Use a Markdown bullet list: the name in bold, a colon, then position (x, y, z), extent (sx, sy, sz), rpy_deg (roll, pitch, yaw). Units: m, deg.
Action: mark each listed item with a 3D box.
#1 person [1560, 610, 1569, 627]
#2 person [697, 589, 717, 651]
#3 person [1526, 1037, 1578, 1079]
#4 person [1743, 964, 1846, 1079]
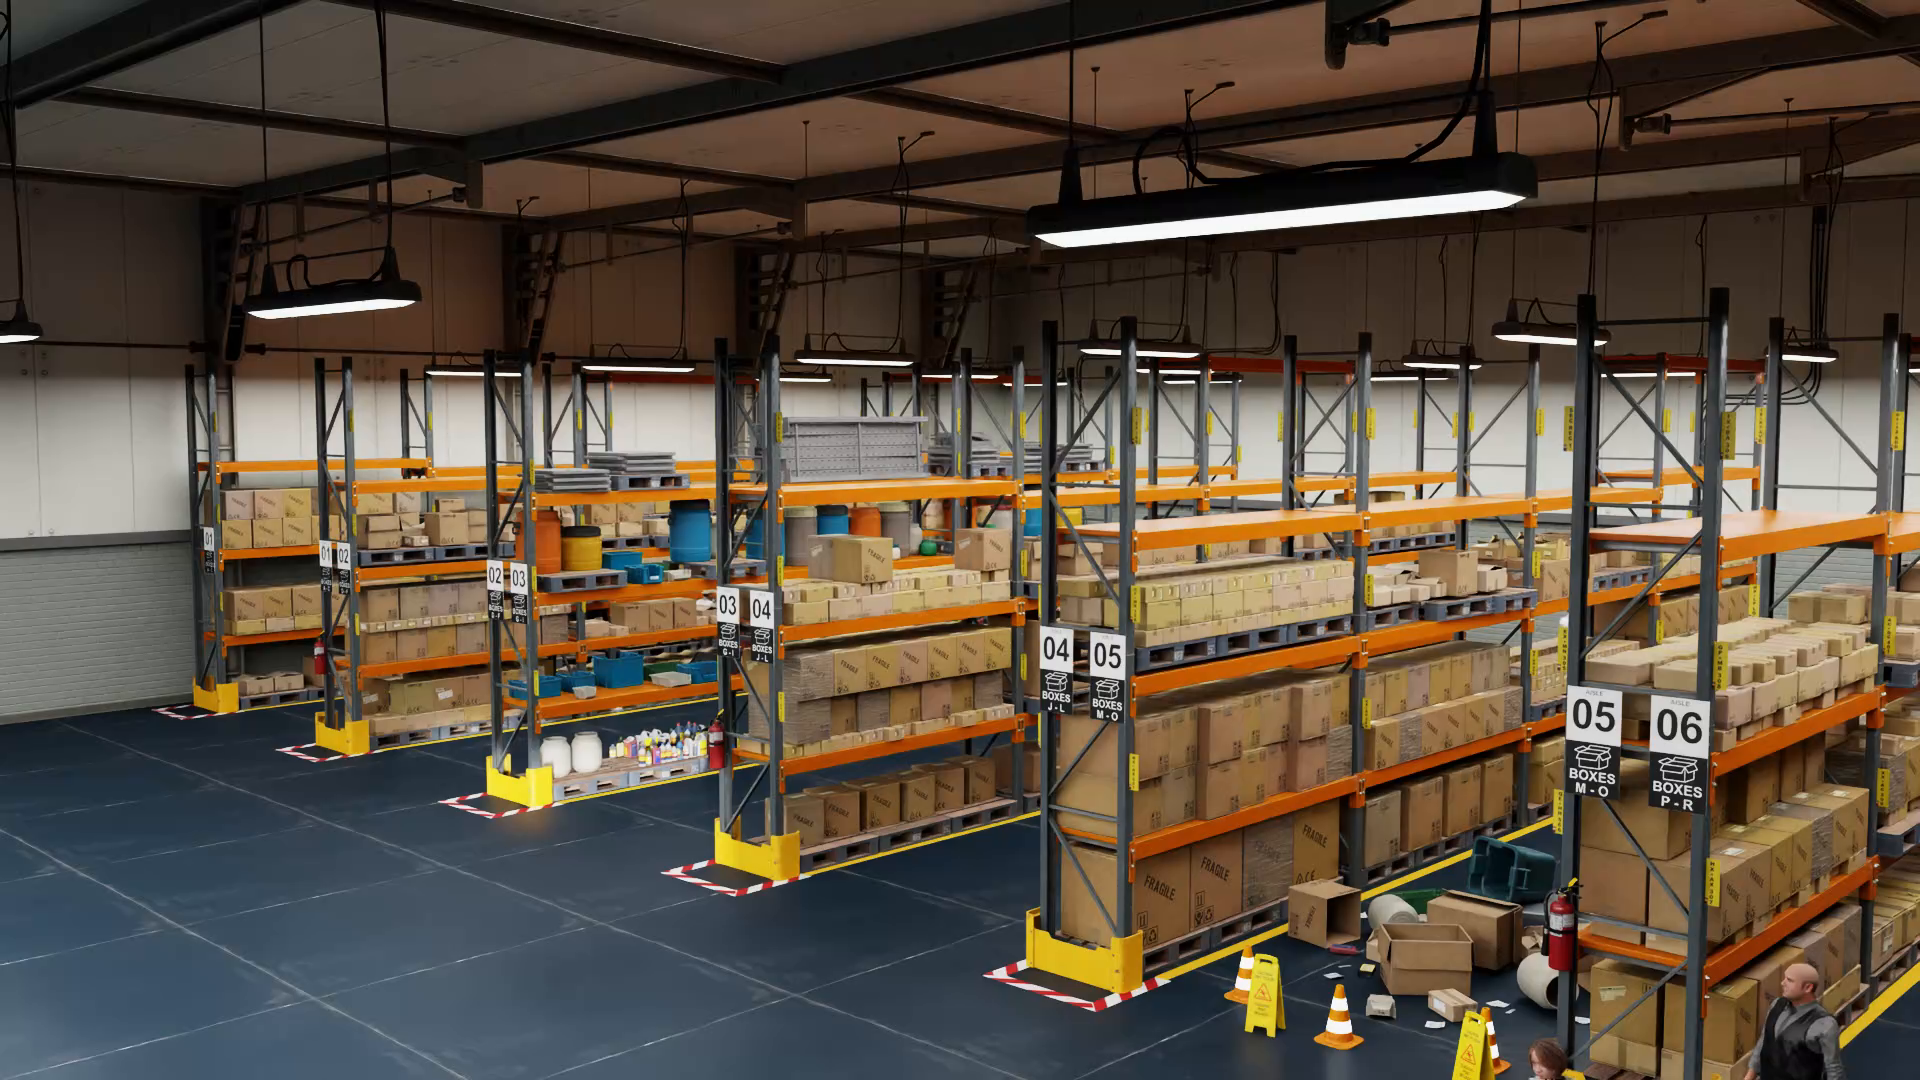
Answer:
- **person**: position (11.258, 1.969, 30.753), extent (0.535, 1.660, 0.561), rpy_deg (-2, 5, -23)
- **person**: position (-5.005, 1.762, 32.751), extent (0.576, 1.772, 0.434), rpy_deg (4, 6, 44)
- **person**: position (3.421, 3.650, 9.519), extent (0.435, 1.573, 0.671), rpy_deg (1, 5, 18)
- **person**: position (5.174, 3.505, 10.522), extent (1.026, 1.667, 0.567), rpy_deg (-1, 4, -8)
